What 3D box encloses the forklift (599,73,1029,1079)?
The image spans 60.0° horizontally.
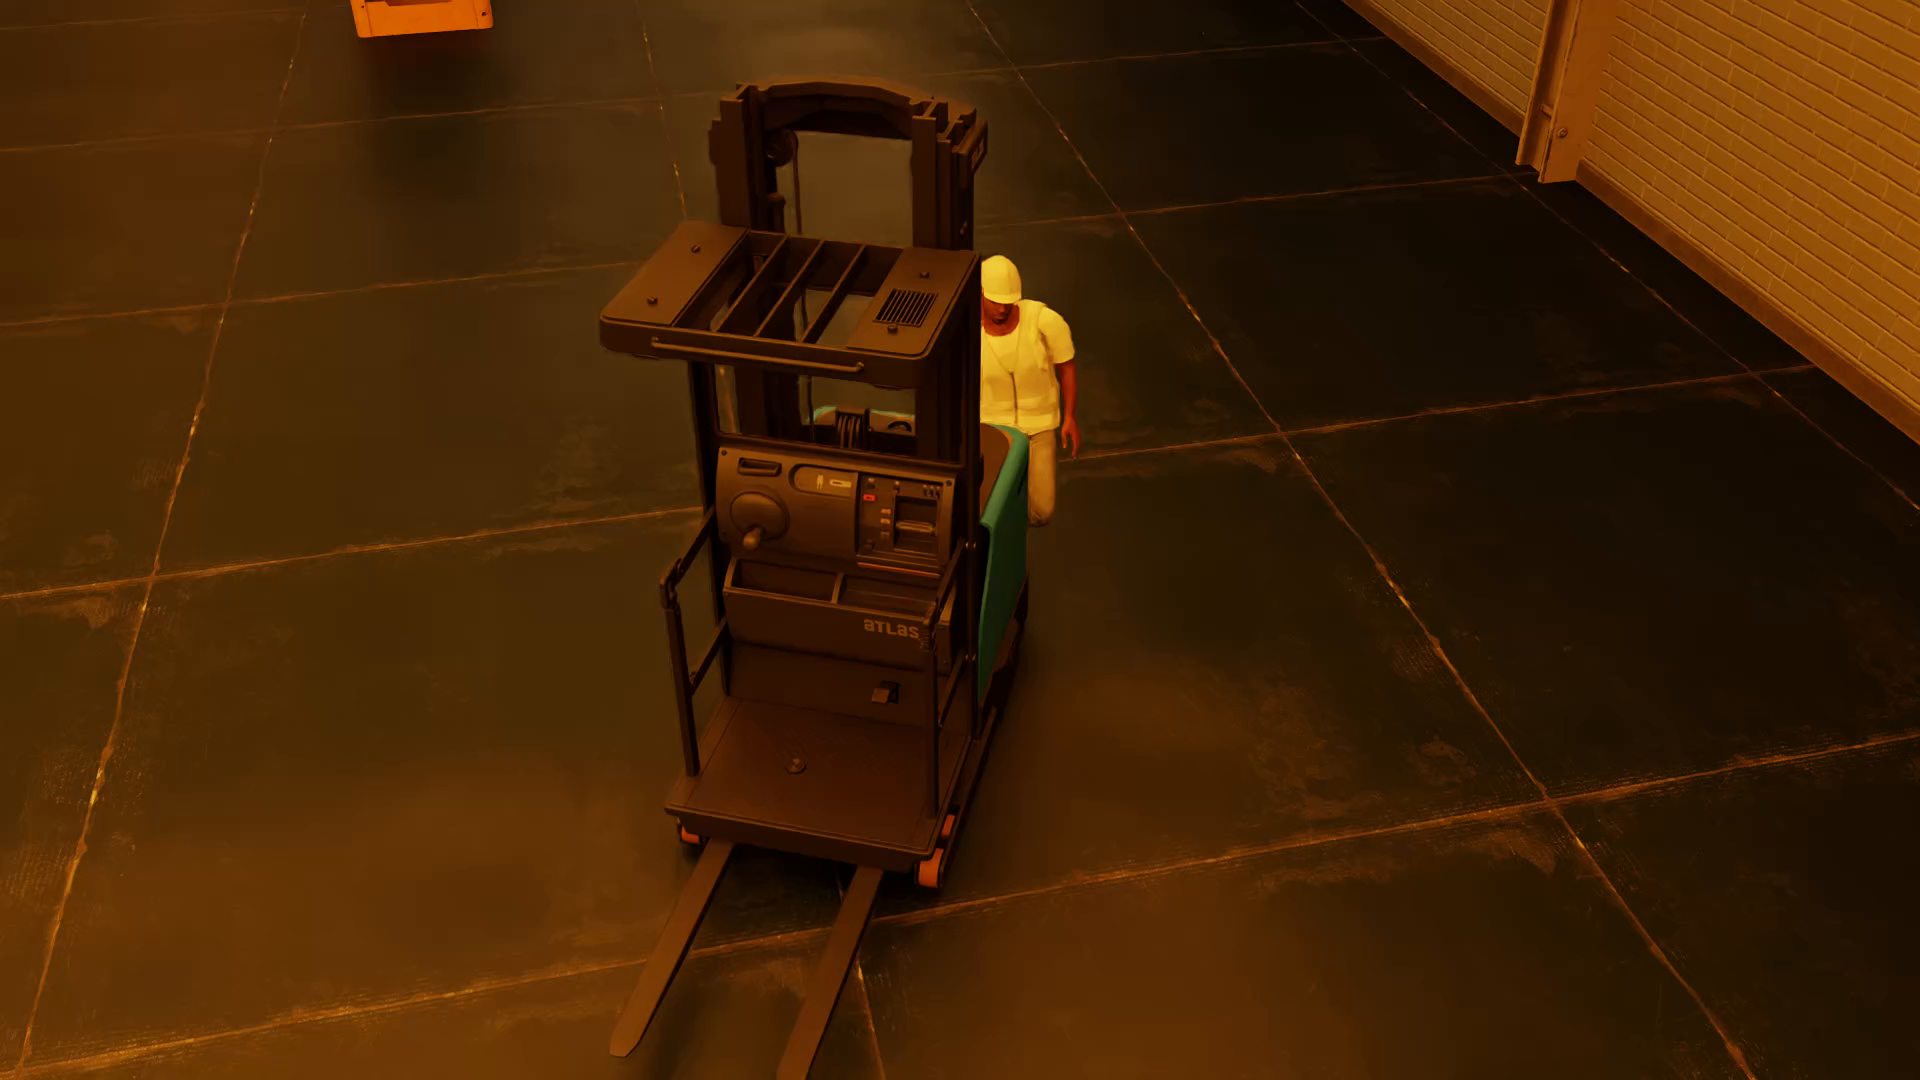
[{"bbox_3d":[-0.524,-0.052,6.122,1.130,2.935,3.031,8,37,11],"label":"forklift"}]

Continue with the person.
[{"bbox_3d":[0.197,-0.474,7.793,0.755,1.679,0.732,0,36,0],"label":"person"}]
